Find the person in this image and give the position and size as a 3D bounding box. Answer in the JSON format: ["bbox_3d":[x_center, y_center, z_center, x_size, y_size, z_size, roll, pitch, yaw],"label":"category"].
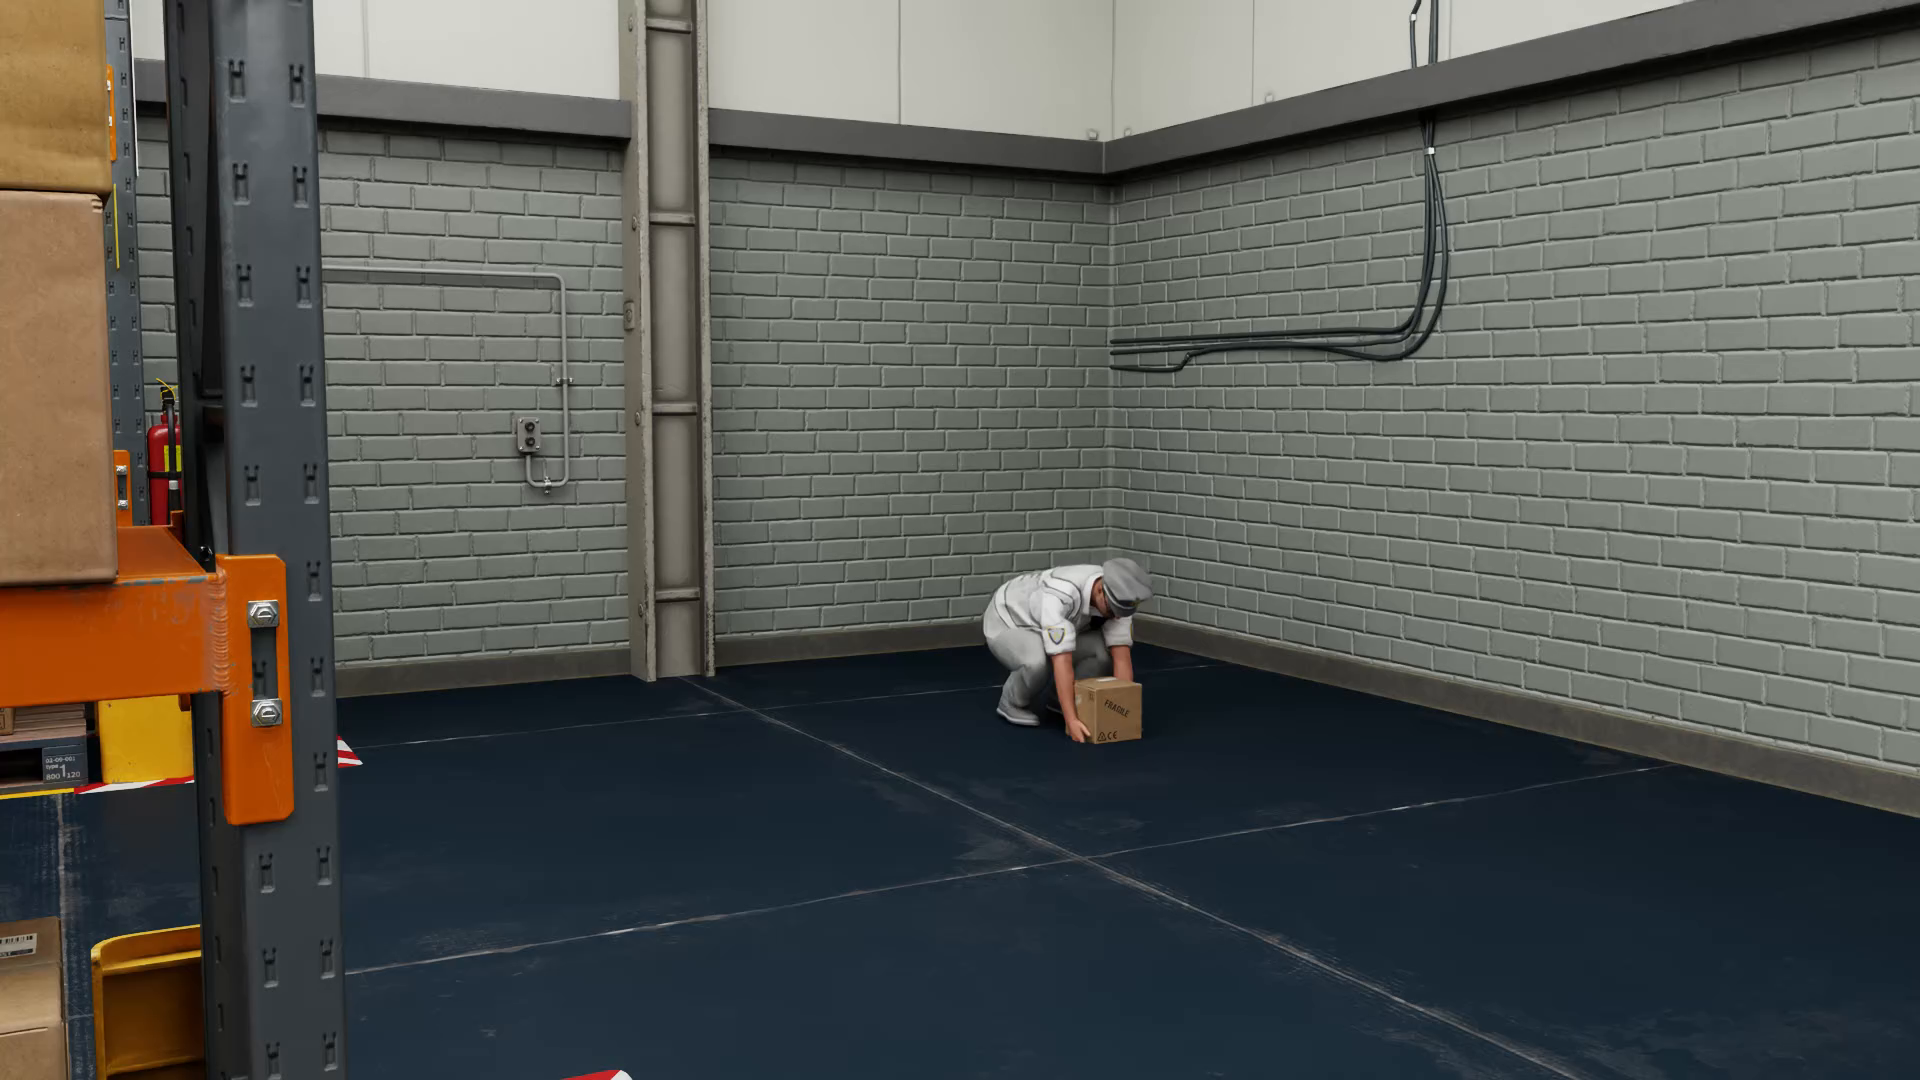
[{"bbox_3d":[0.503,0.502,7.775,0.542,0.894,0.994,-3,6,-30],"label":"person"}]
